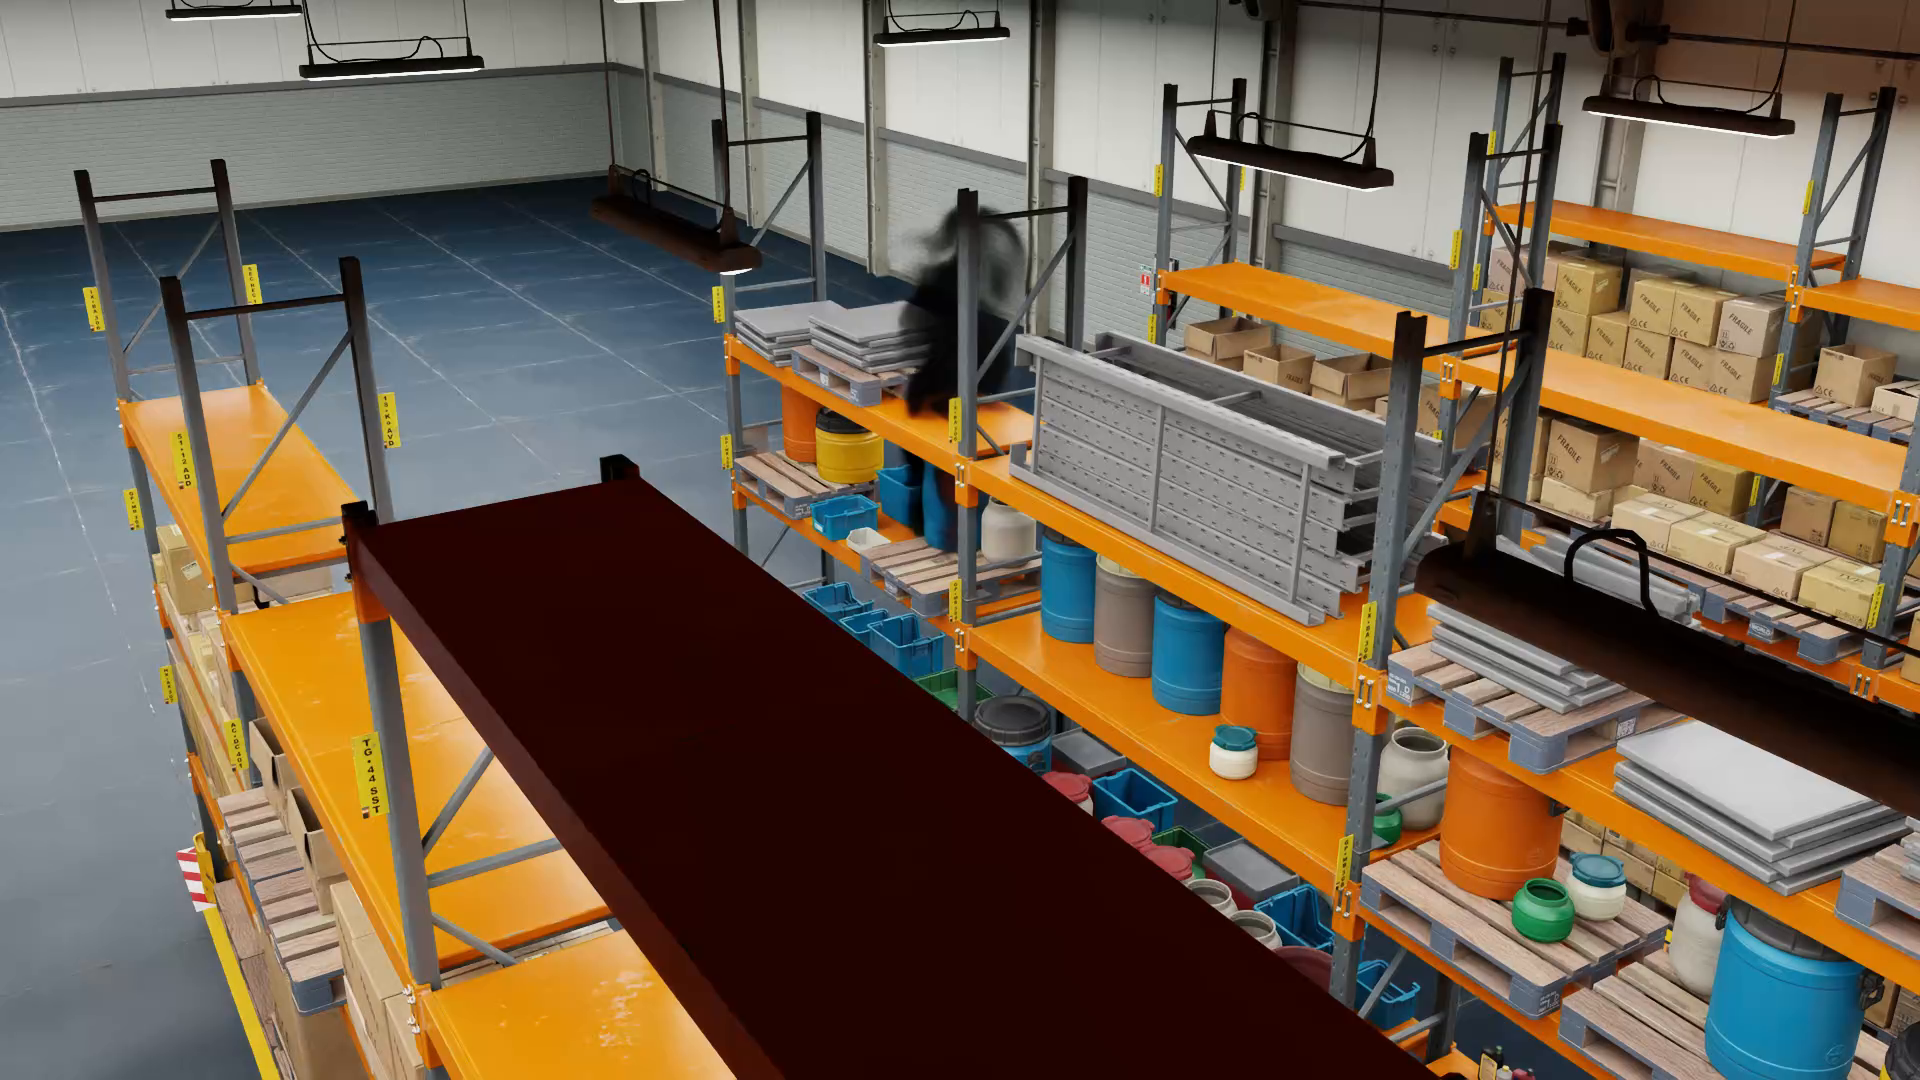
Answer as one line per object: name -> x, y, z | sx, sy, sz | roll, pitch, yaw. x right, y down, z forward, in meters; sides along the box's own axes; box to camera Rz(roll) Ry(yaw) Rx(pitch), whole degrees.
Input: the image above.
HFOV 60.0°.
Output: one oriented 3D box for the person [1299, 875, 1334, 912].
person -> 2.868, 2.447, 13.193 | 0.541, 1.587, 1.001 | -13, 25, -29
